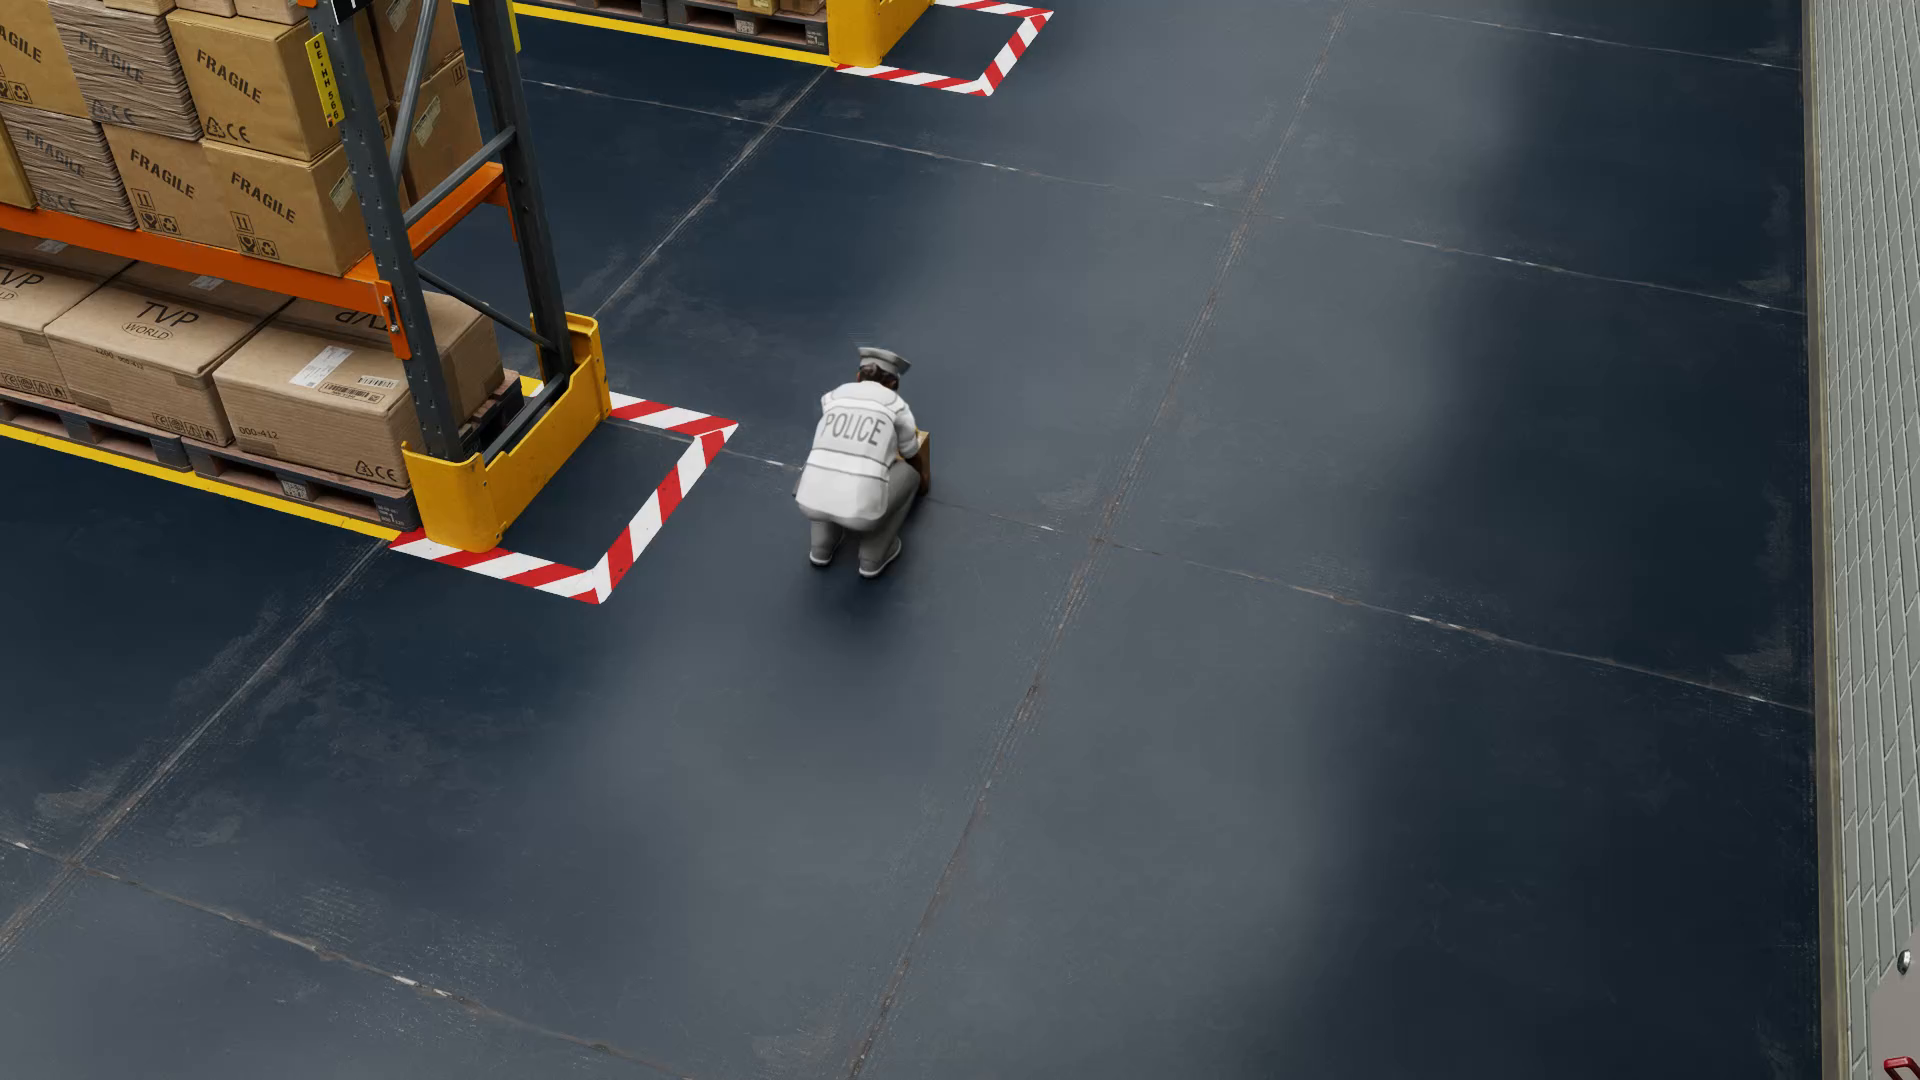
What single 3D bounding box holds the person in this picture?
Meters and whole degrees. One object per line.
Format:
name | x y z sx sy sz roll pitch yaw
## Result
person | -0.414 -0.321 7.231 0.465 0.817 0.908 13 43 14
